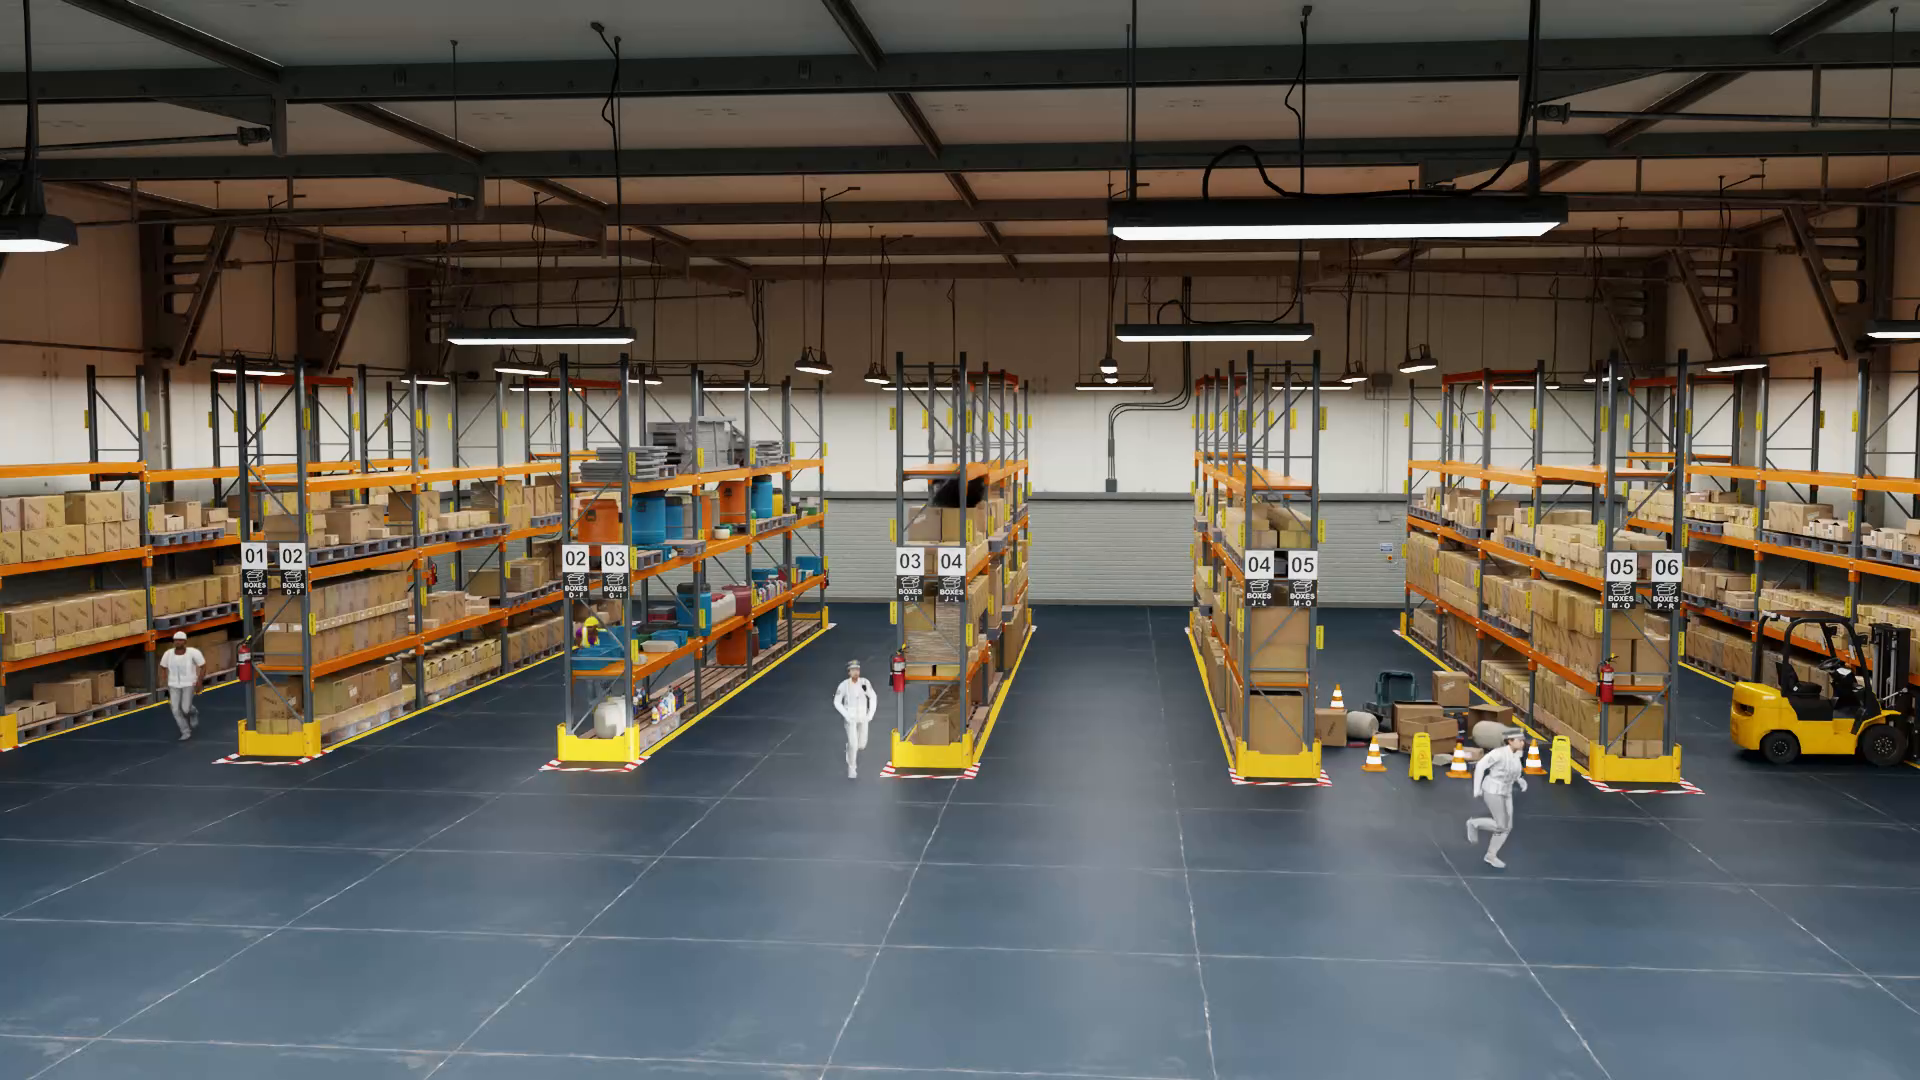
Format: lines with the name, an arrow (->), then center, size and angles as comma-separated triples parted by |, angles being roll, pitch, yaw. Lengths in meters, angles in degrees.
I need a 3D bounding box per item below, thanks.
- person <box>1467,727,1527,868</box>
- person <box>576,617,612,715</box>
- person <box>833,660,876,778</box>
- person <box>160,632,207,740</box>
person -> 6.078, 2.881, 18.832 | 0.609, 1.621, 0.694 | -3, 5, -40
person -> -6.274, 2.141, 28.819 | 0.746, 1.715, 1.060 | 1, 4, 8
person -> -1.486, 2.514, 23.554 | 0.640, 1.677, 0.626 | -1, 4, -18
person -> -12.273, 2.289, 26.216 | 0.687, 1.709, 0.553 | 0, 4, -7
